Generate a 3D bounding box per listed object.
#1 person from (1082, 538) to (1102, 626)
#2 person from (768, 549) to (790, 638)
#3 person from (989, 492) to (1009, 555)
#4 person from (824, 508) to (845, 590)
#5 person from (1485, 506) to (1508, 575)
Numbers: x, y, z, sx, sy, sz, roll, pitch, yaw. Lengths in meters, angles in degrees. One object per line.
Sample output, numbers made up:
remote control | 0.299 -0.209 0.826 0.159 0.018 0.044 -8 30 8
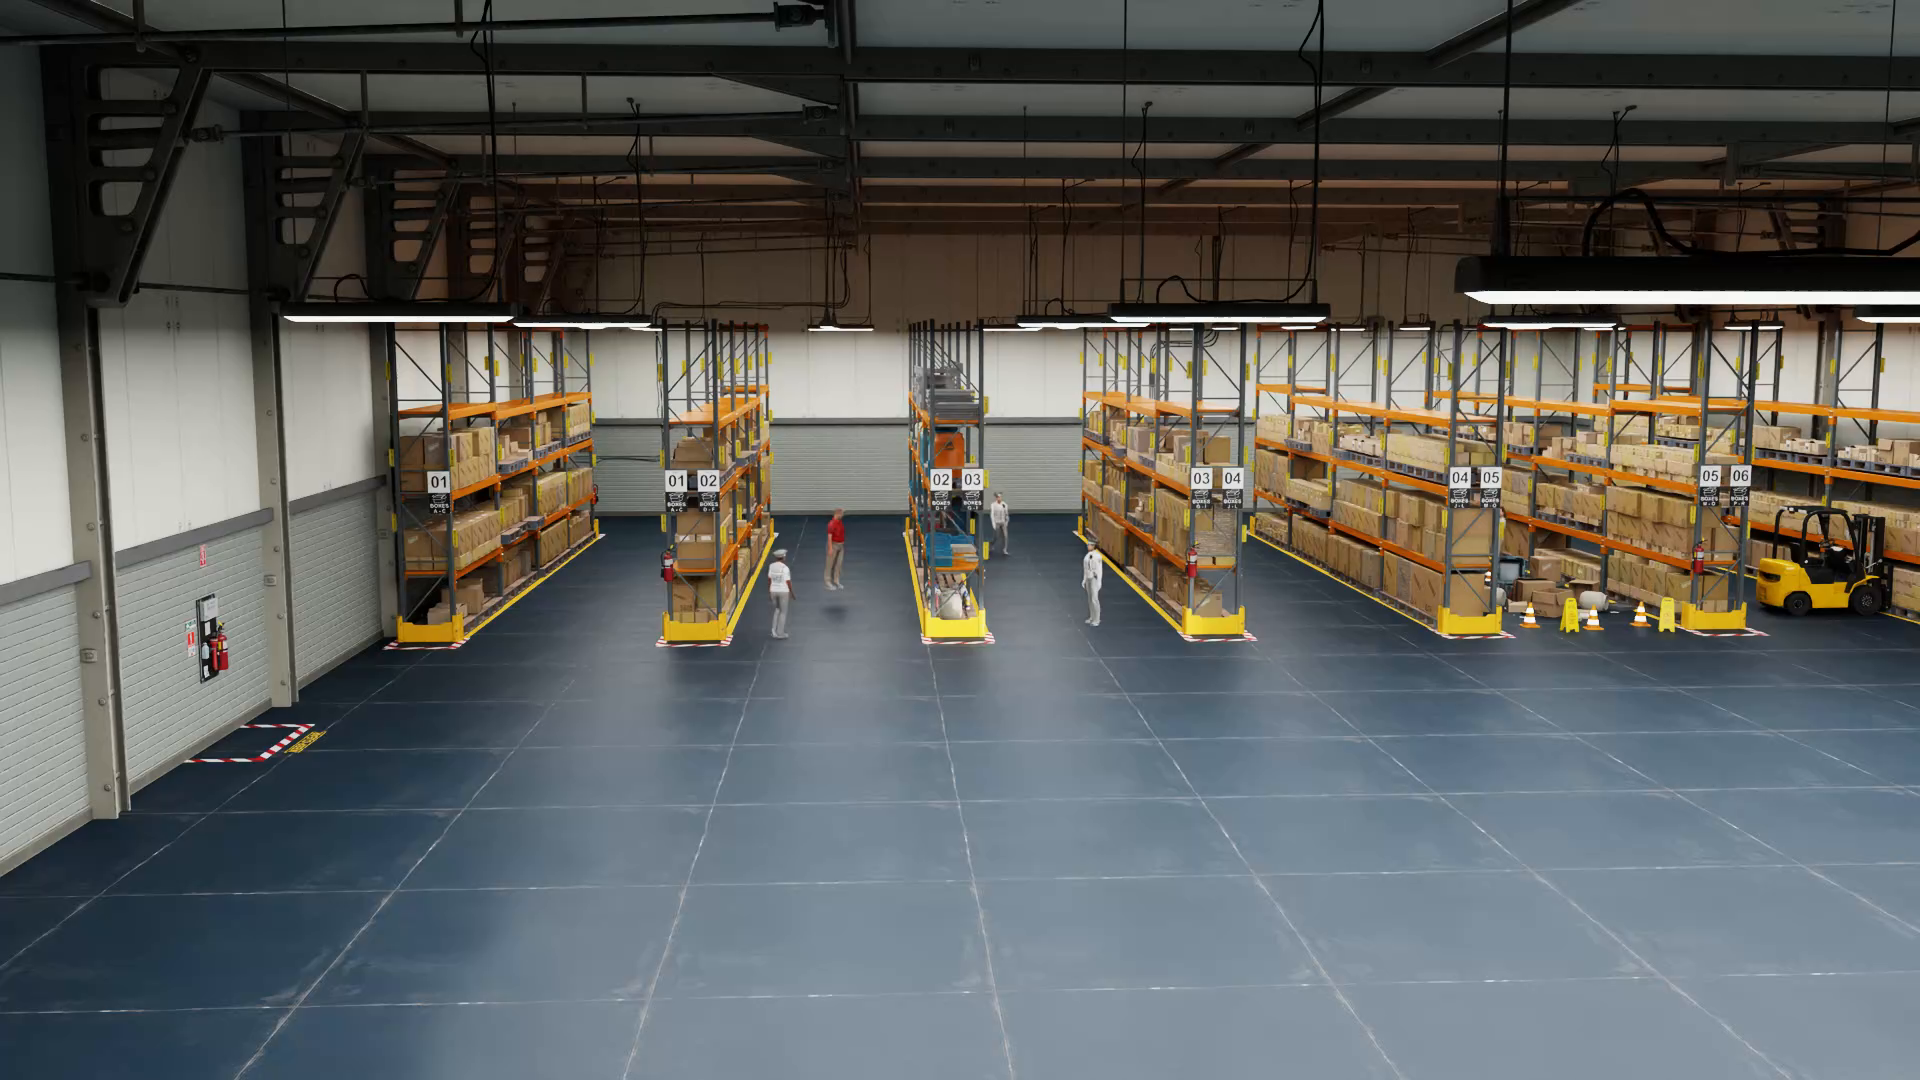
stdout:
person | 2.636 0.830 33.027 0.360 1.718 0.583 -3 8 -23
person | -3.394 1.023 31.360 0.456 1.698 0.358 4 8 27
person | 1.028 -0.444 43.328 0.508 1.627 0.756 -3 8 -24
person | -2.670 0.182 35.524 0.401 1.737 0.567 5 9 34
person | 12.715 0.042 39.418 0.466 1.714 0.511 3 8 22
